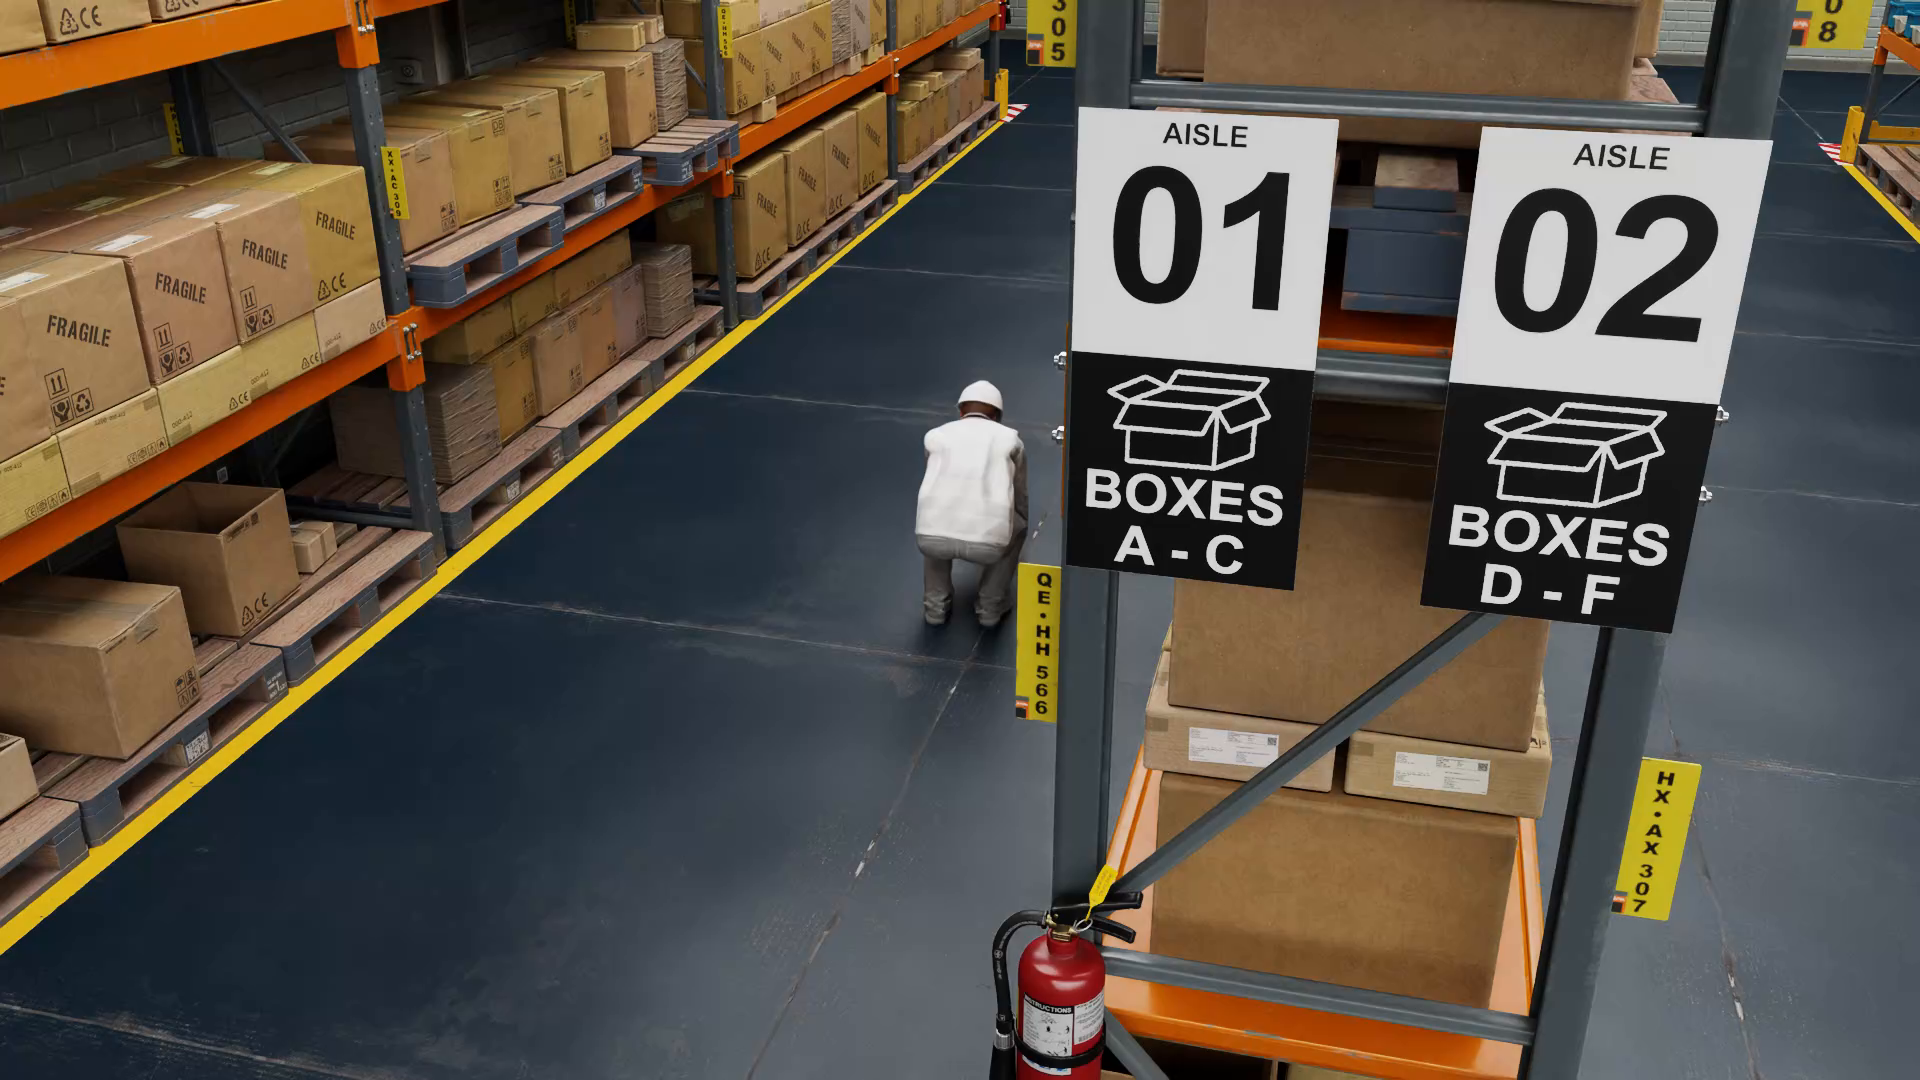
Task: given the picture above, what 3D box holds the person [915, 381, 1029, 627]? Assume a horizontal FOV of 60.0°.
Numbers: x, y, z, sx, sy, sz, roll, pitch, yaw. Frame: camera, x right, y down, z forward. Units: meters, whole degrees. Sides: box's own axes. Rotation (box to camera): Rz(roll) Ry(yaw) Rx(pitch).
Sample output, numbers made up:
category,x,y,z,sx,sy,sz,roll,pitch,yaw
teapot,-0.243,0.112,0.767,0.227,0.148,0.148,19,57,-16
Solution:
category,x,y,z,sx,sy,sz,roll,pitch,yaw
person,0.057,-0.148,7.812,0.502,1.003,0.902,6,26,12
